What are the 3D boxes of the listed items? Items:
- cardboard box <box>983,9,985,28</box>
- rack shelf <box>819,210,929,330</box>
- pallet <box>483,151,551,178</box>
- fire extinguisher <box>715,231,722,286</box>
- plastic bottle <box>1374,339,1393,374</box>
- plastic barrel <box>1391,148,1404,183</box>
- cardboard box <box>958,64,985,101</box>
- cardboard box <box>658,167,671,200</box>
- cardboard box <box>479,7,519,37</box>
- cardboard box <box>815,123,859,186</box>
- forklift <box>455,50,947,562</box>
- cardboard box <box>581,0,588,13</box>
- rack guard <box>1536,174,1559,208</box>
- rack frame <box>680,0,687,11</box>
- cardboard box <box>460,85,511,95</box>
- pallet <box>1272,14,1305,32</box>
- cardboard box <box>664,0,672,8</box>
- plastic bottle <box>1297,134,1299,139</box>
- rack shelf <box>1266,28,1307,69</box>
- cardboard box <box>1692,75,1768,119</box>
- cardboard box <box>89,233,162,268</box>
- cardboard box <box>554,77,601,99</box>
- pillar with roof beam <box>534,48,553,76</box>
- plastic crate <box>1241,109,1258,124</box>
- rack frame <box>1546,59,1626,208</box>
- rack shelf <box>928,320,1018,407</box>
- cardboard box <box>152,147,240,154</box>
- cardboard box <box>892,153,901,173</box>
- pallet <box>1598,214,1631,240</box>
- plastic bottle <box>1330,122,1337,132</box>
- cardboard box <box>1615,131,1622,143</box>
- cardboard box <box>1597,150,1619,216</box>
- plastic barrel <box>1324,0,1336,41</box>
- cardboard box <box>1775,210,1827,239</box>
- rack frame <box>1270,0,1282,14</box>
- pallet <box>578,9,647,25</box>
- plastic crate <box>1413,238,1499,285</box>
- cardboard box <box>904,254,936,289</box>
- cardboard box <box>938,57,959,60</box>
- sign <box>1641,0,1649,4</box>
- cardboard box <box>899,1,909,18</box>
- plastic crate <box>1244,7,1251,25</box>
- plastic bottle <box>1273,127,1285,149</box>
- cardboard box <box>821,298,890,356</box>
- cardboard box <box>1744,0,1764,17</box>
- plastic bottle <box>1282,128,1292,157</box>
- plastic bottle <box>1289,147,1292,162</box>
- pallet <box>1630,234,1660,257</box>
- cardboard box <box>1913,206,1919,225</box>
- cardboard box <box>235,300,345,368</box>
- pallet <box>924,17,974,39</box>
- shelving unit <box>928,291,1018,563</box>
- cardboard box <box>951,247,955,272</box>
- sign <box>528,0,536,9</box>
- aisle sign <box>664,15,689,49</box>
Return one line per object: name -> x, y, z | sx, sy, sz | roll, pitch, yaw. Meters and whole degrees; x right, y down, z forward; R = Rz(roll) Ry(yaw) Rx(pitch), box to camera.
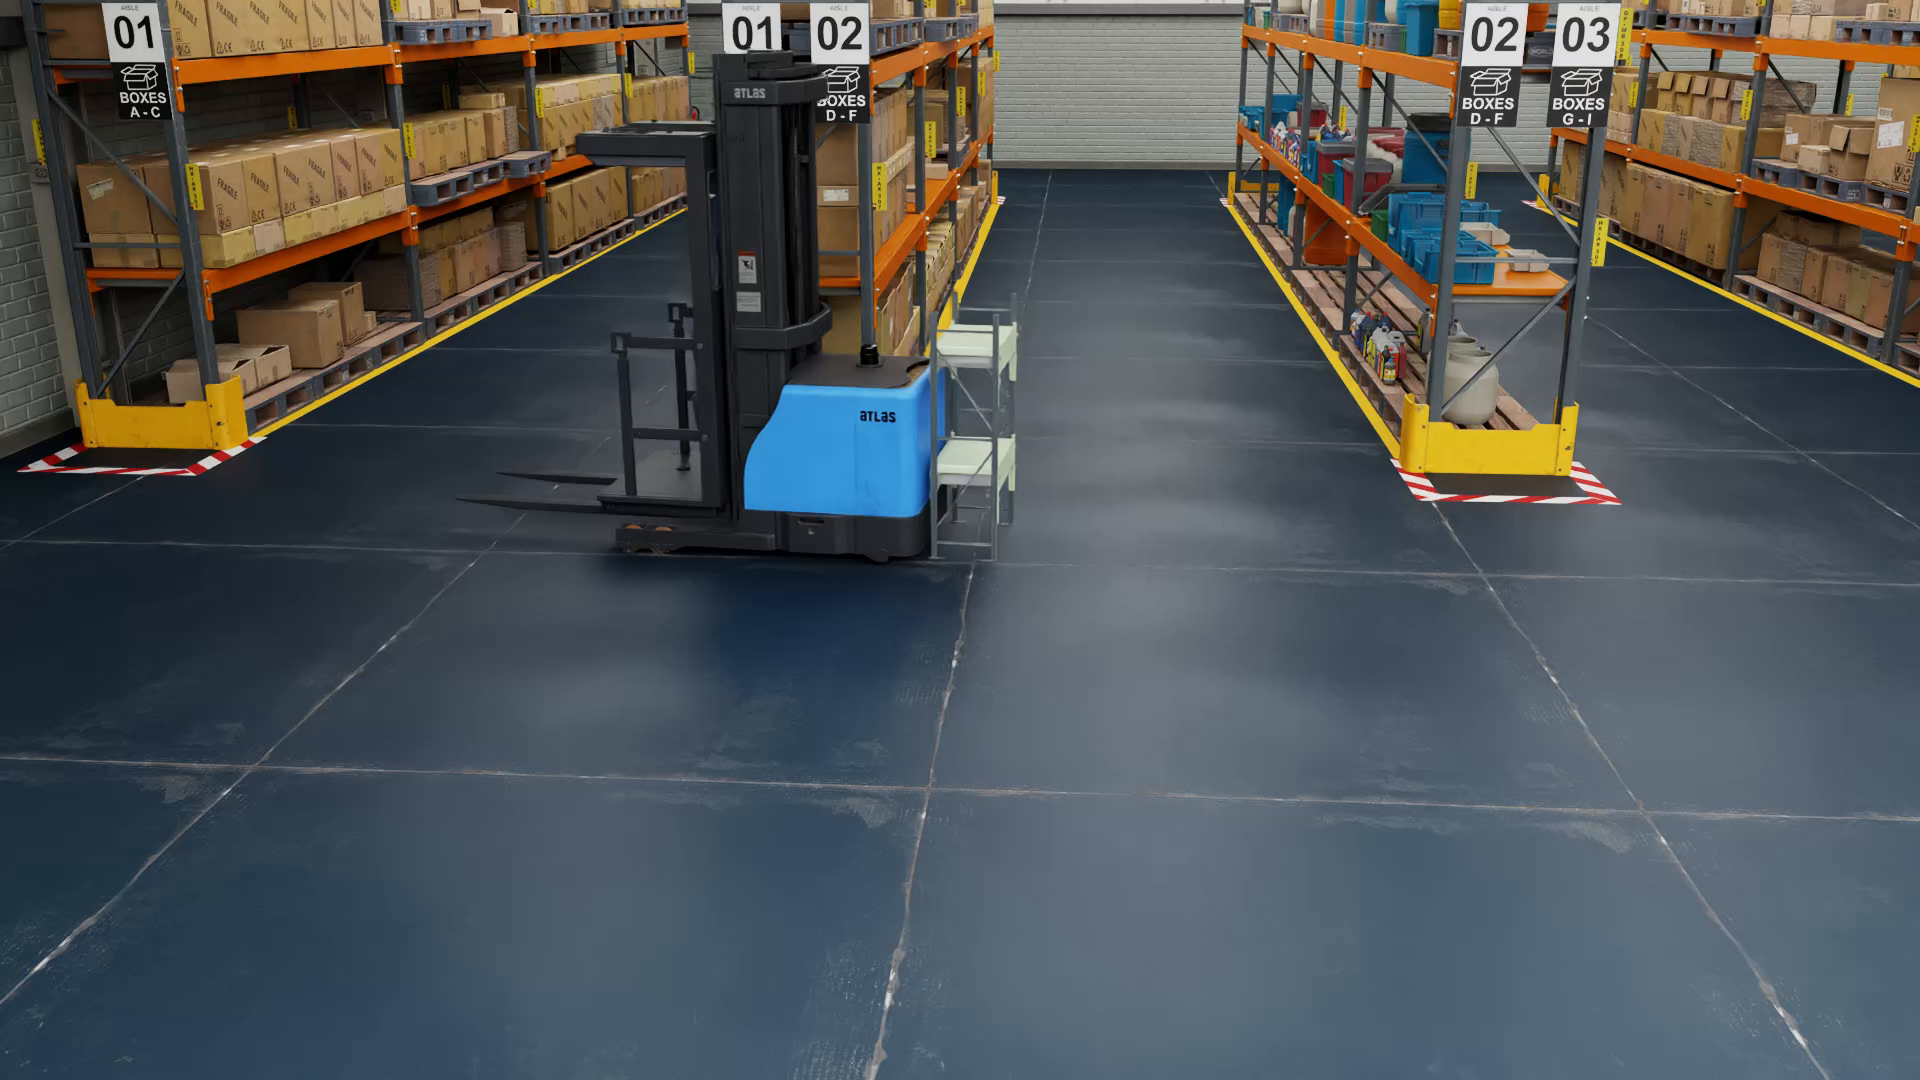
cardboard box -> 0.104, -7.571, 24.135 | 0.500, 0.250, 0.500 | 1, 18, 4
rack shelf -> -0.972, -2.313, 13.821 | 1.077, 0.370, 4.000 | 1, 18, 4
pallet -> -5.428, -4.313, 19.077 | 1.213, 0.211, 1.003 | 1, 18, 4
fire extinguisher -> -1.587, -1.971, 11.745 | 0.296, 0.674, 0.183 | 1, 18, 4
plastic bottle -> 3.575, -1.538, 13.967 | 0.152, 0.276, 0.135 | 1, 18, 2
plastic barrel -> 4.399, -3.522, 16.135 | 0.433, 0.535, 0.433 | 0, 18, 0
cardboard box -> 0.096, -6.584, 23.933 | 0.500, 0.500, 0.500 | 1, 18, 2
cardboard box -> -4.931, -5.593, 26.015 | 0.700, 0.500, 0.500 | 1, 18, 2
cardboard box -> -5.265, -5.791, 18.573 | 0.500, 0.311, 0.500 | 1, 18, 4
cardboard box -> -1.065, -2.859, 12.088 | 0.700, 0.500, 0.500 | 1, 18, 4
forklift -> -1.649, -1.464, 10.182 | 3.031, 2.935, 1.130 | 3, 18, 10
cardboard box -> -5.369, -7.282, 22.144 | 0.700, 0.500, 0.500 | 0, 18, 1
rack guard -> 9.914, -5.601, 26.713 | 1.175, 0.500, 0.348 | 1, 18, 4
rack frame -> -4.909, -9.964, 26.379 | 1.000, 3.000, 0.127 | 1, 18, 4
cardboard box -> -5.709, -5.330, 19.996 | 0.500, 0.250, 0.500 | 2, 18, 5
pallet -> 4.727, -6.739, 21.659 | 1.213, 0.211, 1.003 | 1, 18, 4
cardboard box -> -4.733, -8.319, 25.583 | 0.500, 0.250, 0.500 | 1, 18, 2
plastic bottle -> 4.284, -4.994, 21.054 | 0.097, 0.271, 0.097 | 0, 18, 0
rack shelf -> 4.542, -6.112, 20.596 | 1.077, 0.370, 4.000 | 1, 18, 4
cardboard box -> 9.499, -5.458, 20.492 | 0.797, 0.503, 0.637 | 2, 18, 6
cardboard box -> -6.216, -2.231, 12.624 | 0.500, 0.250, 0.500 | 2, 18, 5
cardboard box -> -5.057, -5.957, 21.912 | 0.500, 0.250, 0.500 | 2, 18, 5
pillar with roof beam -> -1.715, -8.862, 23.017 | 9.100, 9.000, 0.400 | 1, 18, 4
plastic crate -> 4.579, -6.567, 25.819 | 0.416, 0.233, 0.300 | 1, 18, 4
rack frame -> 9.913, -6.781, 26.301 | 1.000, 3.000, 0.127 | 1, 18, 4
rack shelf -> 0.087, -1.074, 10.039 | 0.431, 0.370, 0.720 | 3, 18, 9
cardboard box -> -6.156, -2.906, 13.479 | 0.500, 0.500, 0.500 | 1, 18, 2
cardboard box -> -0.709, -3.227, 14.252 | 0.380, 0.149, 0.250 | 1, 18, 4
pallet -> 9.758, -4.448, 23.659 | 1.003, 0.211, 1.213 | 1, 18, 4
plastic bottle -> 4.946, -5.333, 21.961 | 0.144, 0.351, 0.185 | 1, 18, 4
cardboard box -> 9.339, -5.602, 23.104 | 0.380, 0.149, 0.250 | 2, 18, 5
cardboard box -> 9.817, -5.211, 24.248 | 0.875, 0.875, 0.875 | 1, 18, 4
plastic barrel -> 4.077, -5.583, 17.138 | 0.600, 0.830, 0.708 | 1, 18, 4
cardboard box -> 9.321, -3.465, 18.285 | 0.500, 0.250, 0.500 | 2, 18, 6
rack frame -> 4.686, -8.500, 21.913 | 1.000, 3.000, 0.127 | 1, 18, 4
pallet -> -5.127, -7.508, 23.843 | 1.003, 0.211, 1.213 | 1, 18, 4
plastic crate -> 3.563, -2.014, 11.991 | 0.499, 0.251, 0.616 | 1, 18, 4
cardboard box -> -0.509, -2.714, 16.729 | 0.500, 0.311, 0.500 | 1, 18, 3
cardboard box -> -0.263, -7.394, 26.405 | 0.500, 0.500, 0.500 | 2, 18, 6
sign -> 9.072, -7.259, 21.986 | 0.100, 0.325, 0.005 | 1, 18, 4
cardboard box -> -0.775, -5.021, 15.679 | 0.500, 0.250, 0.500 | 3, 18, 10
plastic crate -> 4.667, -8.142, 25.845 | 0.497, 0.269, 0.590 | 1, 18, 4
plastic bottle -> 4.246, -5.341, 22.106 | 0.152, 0.276, 0.135 | 1, 18, 4
cardboard box -> -0.821, -1.600, 13.027 | 0.500, 0.500, 0.500 | 1, 18, 4
cardboard box -> 9.311, -6.162, 18.752 | 0.797, 0.503, 0.637 | 2, 18, 7
plastic bottle -> 4.160, -5.021, 21.008 | 0.144, 0.351, 0.185 | 1, 18, 4
plastic bottle -> 4.087, -4.736, 20.379 | 0.097, 0.201, 0.097 | 0, 18, 0
pallet -> 9.646, -3.972, 22.207 | 1.003, 0.211, 1.213 | 1, 18, 4
cardboard box -> 8.737, -2.875, 14.782 | 0.380, 0.149, 0.250 | 1, 18, 4
cardboard box -> -5.774, -1.781, 14.350 | 0.700, 0.500, 0.500 | 0, 18, 0
pallet -> -0.501, -5.642, 18.309 | 1.213, 0.211, 1.003 | 2, 18, 6
shelving unit -> 0.087, -0.703, 10.160 | 0.431, 1.500, 0.755 | 3, 18, 9
cardboard box -> -0.336, -3.243, 19.244 | 0.500, 0.250, 0.500 | 2, 18, 5
sign -> -4.942, -6.287, 19.144 | 0.100, 0.325, 0.005 | 1, 18, 4
aisle sign -> -4.605, -8.364, 26.956 | 0.394, 0.787, 0.004 | 1, 18, 4
